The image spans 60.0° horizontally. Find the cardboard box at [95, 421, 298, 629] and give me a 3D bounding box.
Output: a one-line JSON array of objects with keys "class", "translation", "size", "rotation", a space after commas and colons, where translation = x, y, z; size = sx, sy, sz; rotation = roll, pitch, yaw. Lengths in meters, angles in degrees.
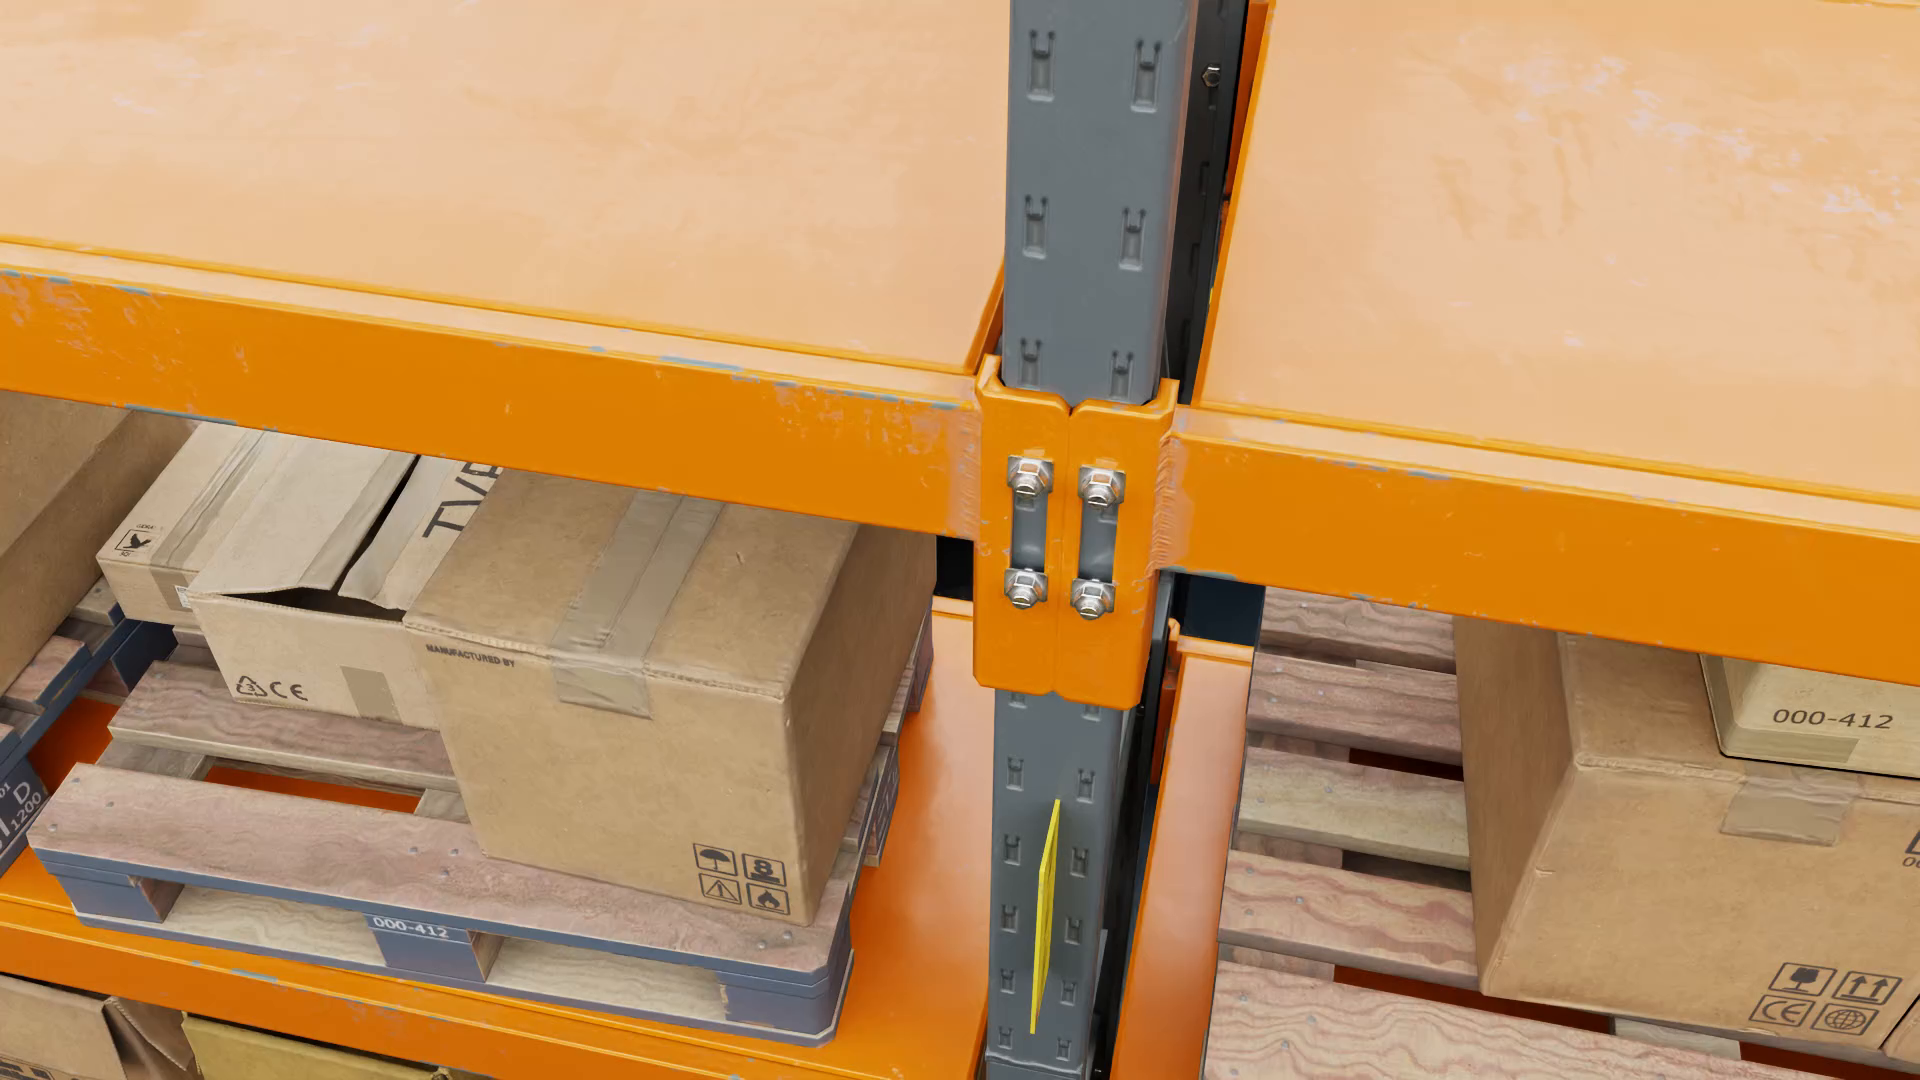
[{"class": "cardboard box", "translation": [-1.217, -0.035, 2.799], "size": [0.250, 0.149, 0.380], "rotation": [7, 44, 7]}]

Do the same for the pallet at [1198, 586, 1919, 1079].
[{"class": "pallet", "translation": [1.000, 0.515, 2.413], "size": [1.213, 0.211, 1.003], "rotation": [9, 45, 9]}]

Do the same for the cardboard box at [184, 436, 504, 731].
[{"class": "cardboard box", "translation": [-0.847, 0.006, 2.639], "size": [0.500, 0.311, 0.500], "rotation": [7, 44, 8]}]

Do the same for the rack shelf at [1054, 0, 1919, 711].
[{"class": "rack shelf", "translation": [2.155, -0.022, 1.551], "size": [4.000, 0.370, 1.077], "rotation": [9, 45, 9]}]

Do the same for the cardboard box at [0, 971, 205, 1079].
[{"class": "cardboard box", "translation": [-1.699, 0.749, 3.473], "size": [0.637, 0.503, 0.797], "rotation": [10, 45, 10]}]

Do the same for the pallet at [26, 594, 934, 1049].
[{"class": "pallet", "translation": [-0.702, 0.316, 2.694], "size": [1.217, 0.209, 0.805], "rotation": [7, 44, 7]}]

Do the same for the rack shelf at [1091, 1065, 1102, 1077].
[{"class": "rack shelf", "translation": [2.155, 1.995, 3.493], "size": [4.000, 0.370, 1.077], "rotation": [9, 45, 9]}]

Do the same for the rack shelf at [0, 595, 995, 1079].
[{"class": "rack shelf", "translation": [-1.748, 0.309, 3.082], "size": [4.000, 0.370, 1.077], "rotation": [9, 45, 9]}]

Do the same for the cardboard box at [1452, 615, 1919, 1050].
[{"class": "cardboard box", "translation": [0.980, 0.207, 2.222], "size": [0.500, 0.500, 0.700], "rotation": [6, 44, 7]}]

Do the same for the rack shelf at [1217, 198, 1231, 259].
[{"class": "rack shelf", "translation": [-0.667, -1.962, 7.605], "size": [4.000, 0.370, 1.077], "rotation": [9, 45, 9]}]

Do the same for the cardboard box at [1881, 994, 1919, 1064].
[{"class": "cardboard box", "translation": [1.504, 0.291, 2.134], "size": [0.500, 0.500, 0.700], "rotation": [11, 45, 11]}]

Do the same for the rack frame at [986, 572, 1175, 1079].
[{"class": "rack frame", "translation": [0.204, 1.433, 3.558], "size": [0.127, 3.000, 1.000], "rotation": [9, 45, 9]}]

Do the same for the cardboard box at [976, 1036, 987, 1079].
[{"class": "cardboard box", "translation": [-0.191, 1.158, 3.771], "size": [0.500, 0.500, 0.500], "rotation": [9, 45, 9]}]

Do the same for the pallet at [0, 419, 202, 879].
[{"class": "pallet", "translation": [-1.968, 0.044, 2.975], "size": [1.213, 0.211, 1.003], "rotation": [11, 45, 11]}]

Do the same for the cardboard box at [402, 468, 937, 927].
[{"class": "cardboard box", "translation": [-0.365, 0.084, 2.422], "size": [0.500, 0.500, 0.700], "rotation": [10, 45, 10]}]

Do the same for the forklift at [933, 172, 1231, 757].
[{"class": "forklift", "translation": [0.272, -0.535, 5.653], "size": [1.130, 2.935, 3.031], "rotation": [-14, 46, -14]}]

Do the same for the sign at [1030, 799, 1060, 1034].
[{"class": "sign", "translation": [0.095, 0.422, 1.846], "size": [0.005, 0.325, 0.100], "rotation": [9, 45, 9]}]

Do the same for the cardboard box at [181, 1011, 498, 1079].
[{"class": "cardboard box", "translation": [-1.089, 0.833, 3.386], "size": [0.637, 0.503, 0.797], "rotation": [9, 45, 10]}]

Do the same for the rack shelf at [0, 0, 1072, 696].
[{"class": "rack shelf", "translation": [-1.748, -0.628, 2.180], "size": [4.000, 0.370, 1.077], "rotation": [9, 45, 9]}]

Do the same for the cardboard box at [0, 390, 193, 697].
[{"class": "cardboard box", "translation": [-1.702, -0.147, 2.659], "size": [0.637, 0.503, 0.797], "rotation": [8, 45, 8]}]

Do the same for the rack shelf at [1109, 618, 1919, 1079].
[{"class": "rack shelf", "translation": [2.155, 0.915, 2.453], "size": [4.000, 0.370, 1.077], "rotation": [9, 45, 9]}]

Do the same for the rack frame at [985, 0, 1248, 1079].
[{"class": "rack frame", "translation": [0.204, -0.728, 1.478], "size": [0.127, 3.000, 1.000], "rotation": [9, 45, 9]}]

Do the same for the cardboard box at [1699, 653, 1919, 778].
[{"class": "cardboard box", "translation": [1.120, 0.006, 1.890], "size": [0.500, 0.250, 0.500], "rotation": [6, 44, 6]}]
